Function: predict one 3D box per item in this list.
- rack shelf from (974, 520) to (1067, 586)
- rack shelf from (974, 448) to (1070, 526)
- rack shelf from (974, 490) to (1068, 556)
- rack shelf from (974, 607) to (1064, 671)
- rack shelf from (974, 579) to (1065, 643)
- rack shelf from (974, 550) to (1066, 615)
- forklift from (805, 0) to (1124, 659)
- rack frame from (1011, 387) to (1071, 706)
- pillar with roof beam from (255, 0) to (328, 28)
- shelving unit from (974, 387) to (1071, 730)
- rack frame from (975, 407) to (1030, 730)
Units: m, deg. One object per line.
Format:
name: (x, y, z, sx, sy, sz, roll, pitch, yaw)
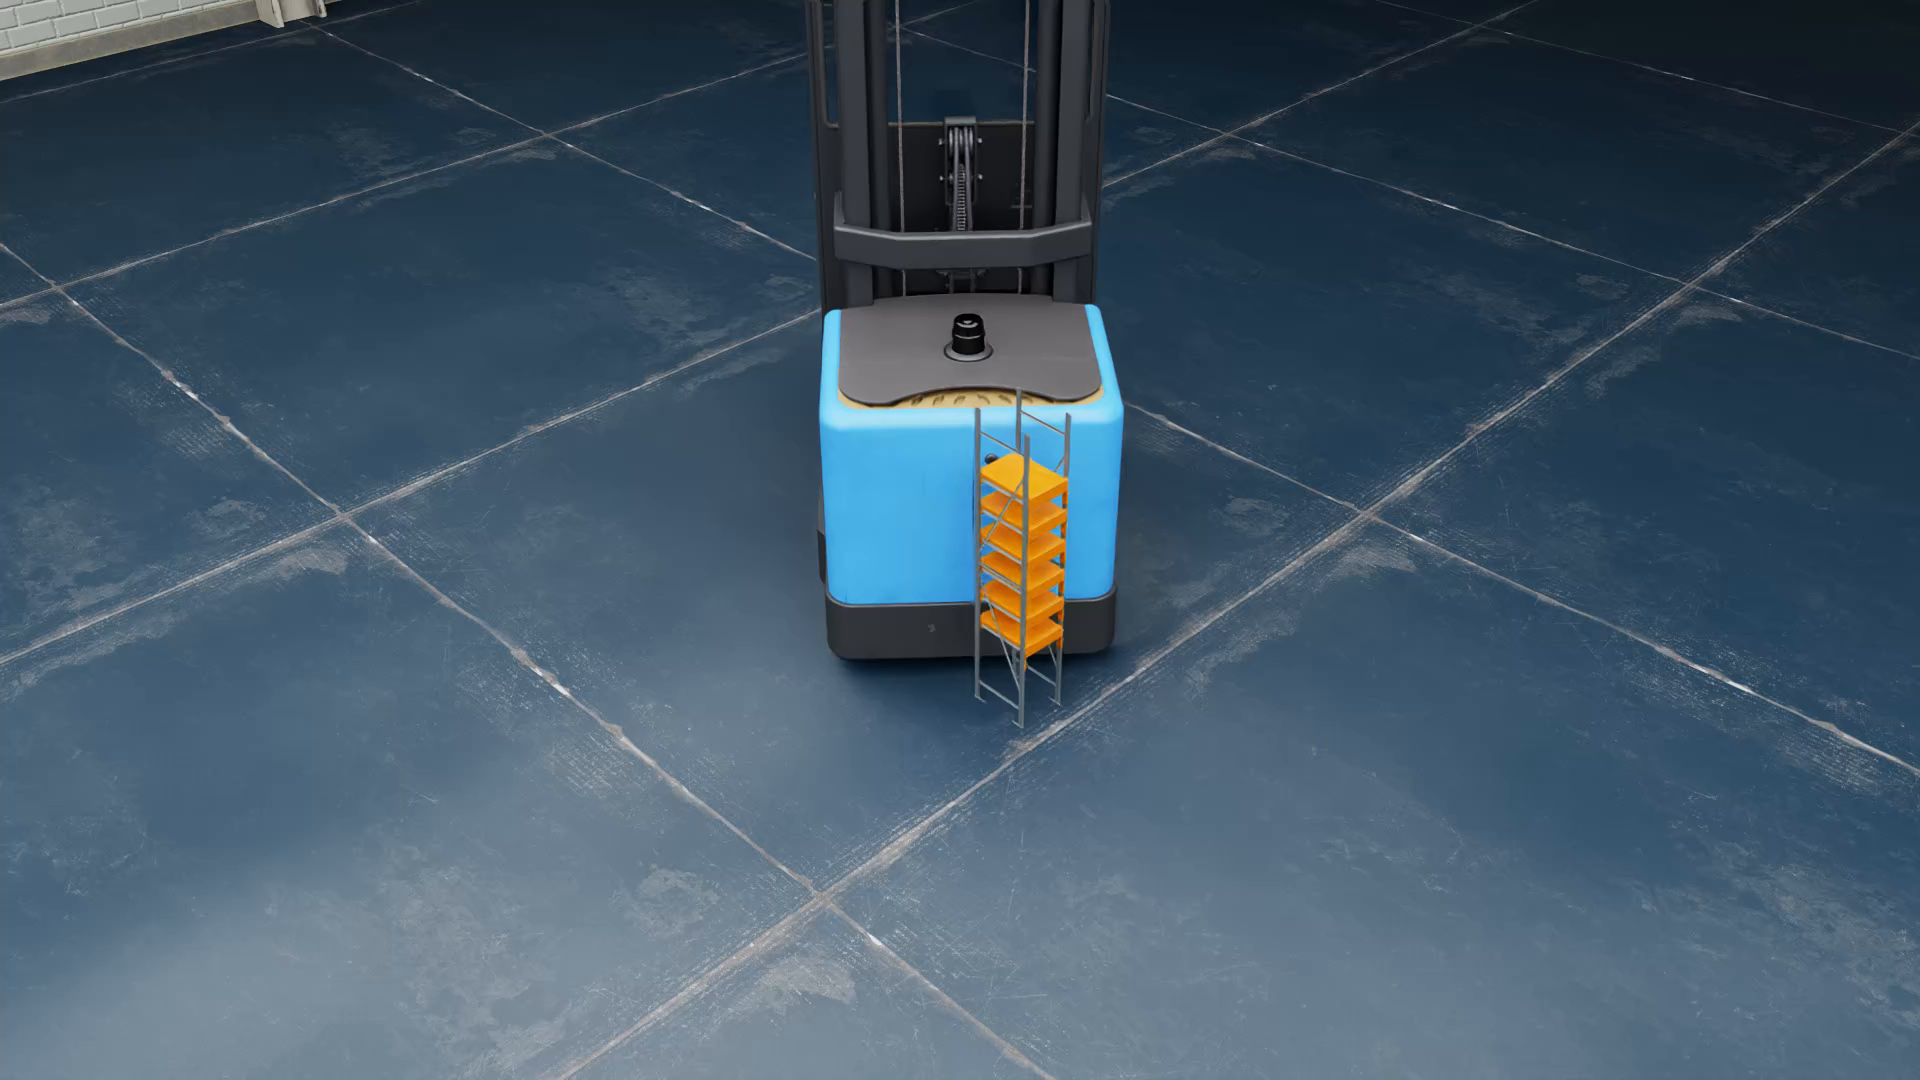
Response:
rack shelf: (0.201, 0.022, 5.536, 0.180, 0.103, 0.258, -29, 44, -34)
rack shelf: (0.200, -0.174, 5.398, 0.180, 0.103, 0.258, -29, 44, -34)
rack shelf: (0.200, -0.076, 5.467, 0.180, 0.103, 0.258, -29, 44, -34)
rack shelf: (0.203, 0.317, 5.743, 0.180, 0.103, 0.258, -29, 44, -34)
rack shelf: (0.202, 0.219, 5.674, 0.180, 0.103, 0.258, -29, 44, -34)
rack shelf: (0.201, 0.120, 5.605, 0.180, 0.103, 0.258, -29, 44, -34)
forklift: (-0.019, -1.587, 6.463, 1.130, 2.935, 3.031, -1, 35, -2)
rack frame: (0.268, 0.048, 5.630, 0.006, 1.200, 0.240, -29, 44, -34)
pillar with roof beam: (-1.876, -5.821, 7.230, 9.100, 9.000, 0.400, 30, 45, 35)
shelving unit: (0.201, 0.084, 5.579, 0.189, 1.200, 0.258, -29, 44, -34)
rack frame: (0.134, 0.120, 5.528, 0.006, 1.200, 0.240, -29, 44, -34)
